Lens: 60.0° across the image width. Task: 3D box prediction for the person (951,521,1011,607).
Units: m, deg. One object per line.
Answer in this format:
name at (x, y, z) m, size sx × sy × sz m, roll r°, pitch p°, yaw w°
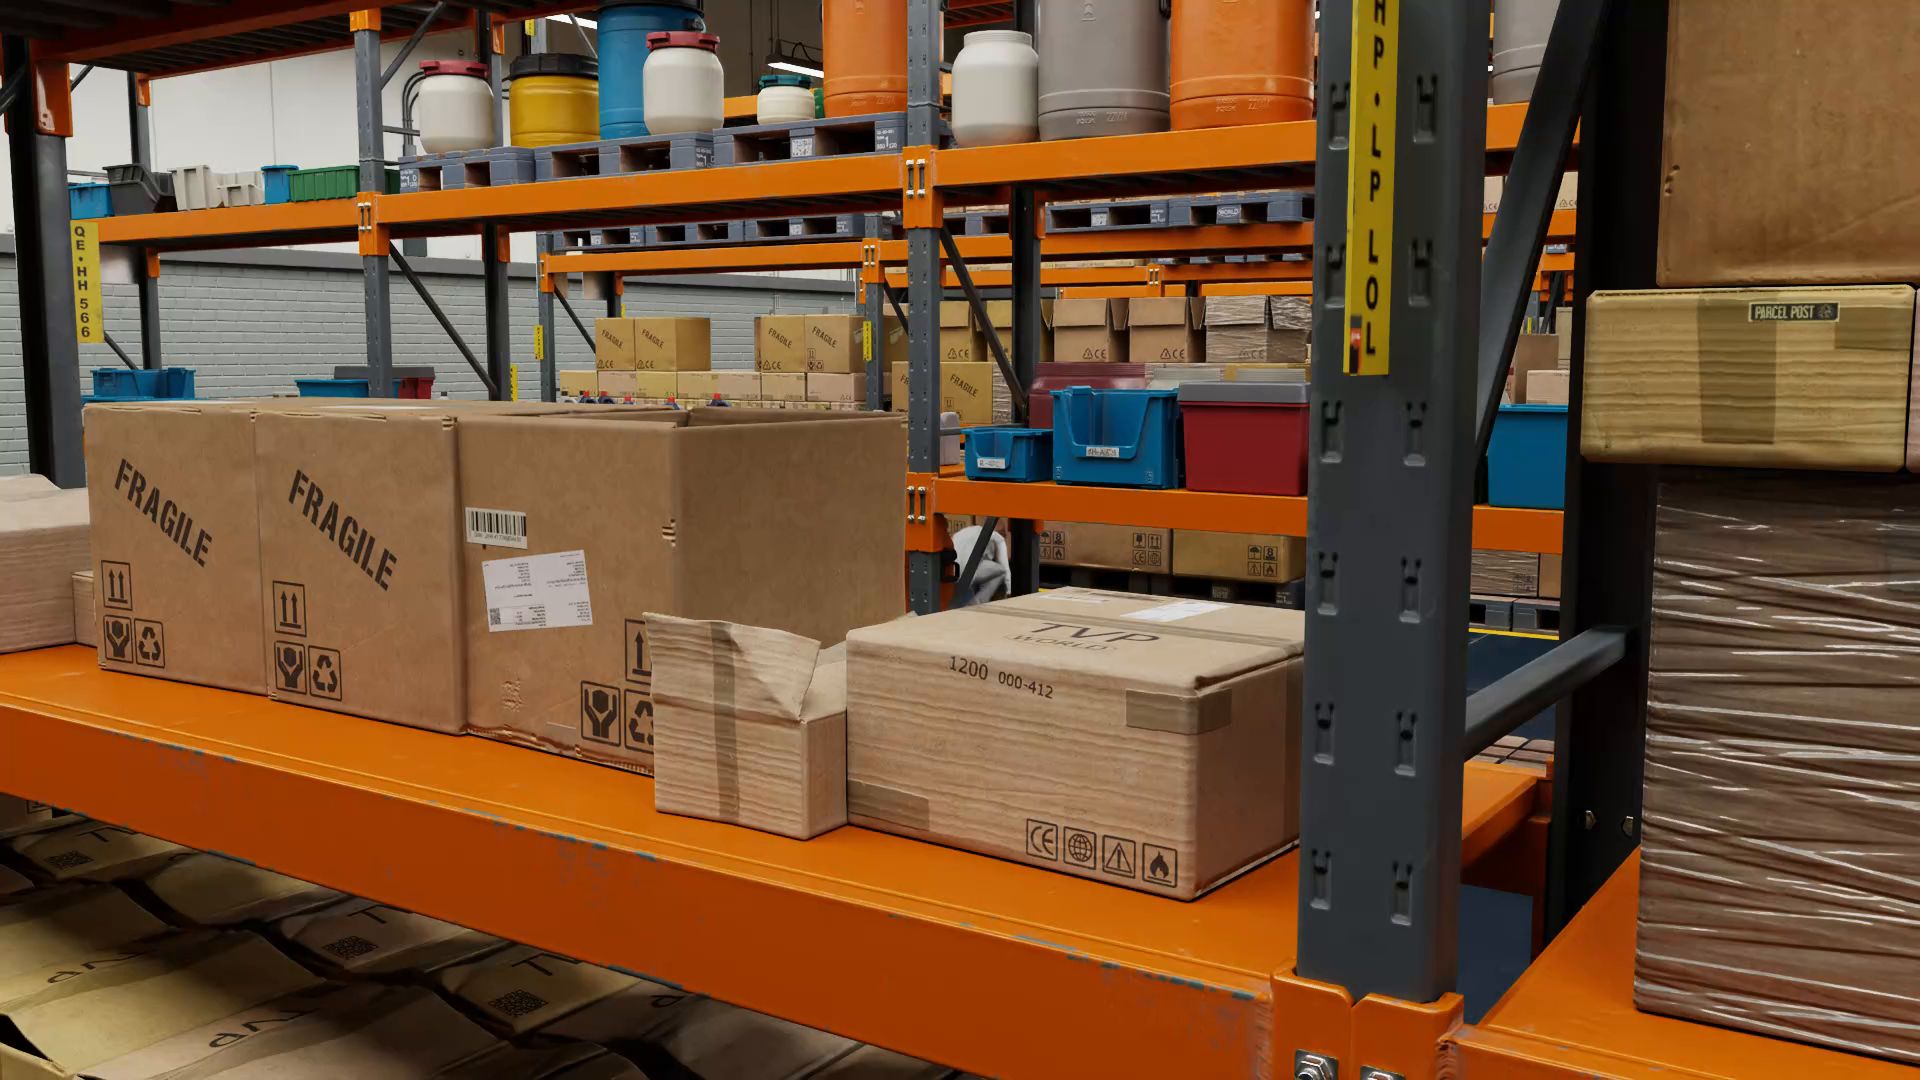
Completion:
person at (0.098, 0.258, 11.620) m, size 0.423 × 0.724 × 0.850 m, roll 4°, pitch 8°, yaw 32°
